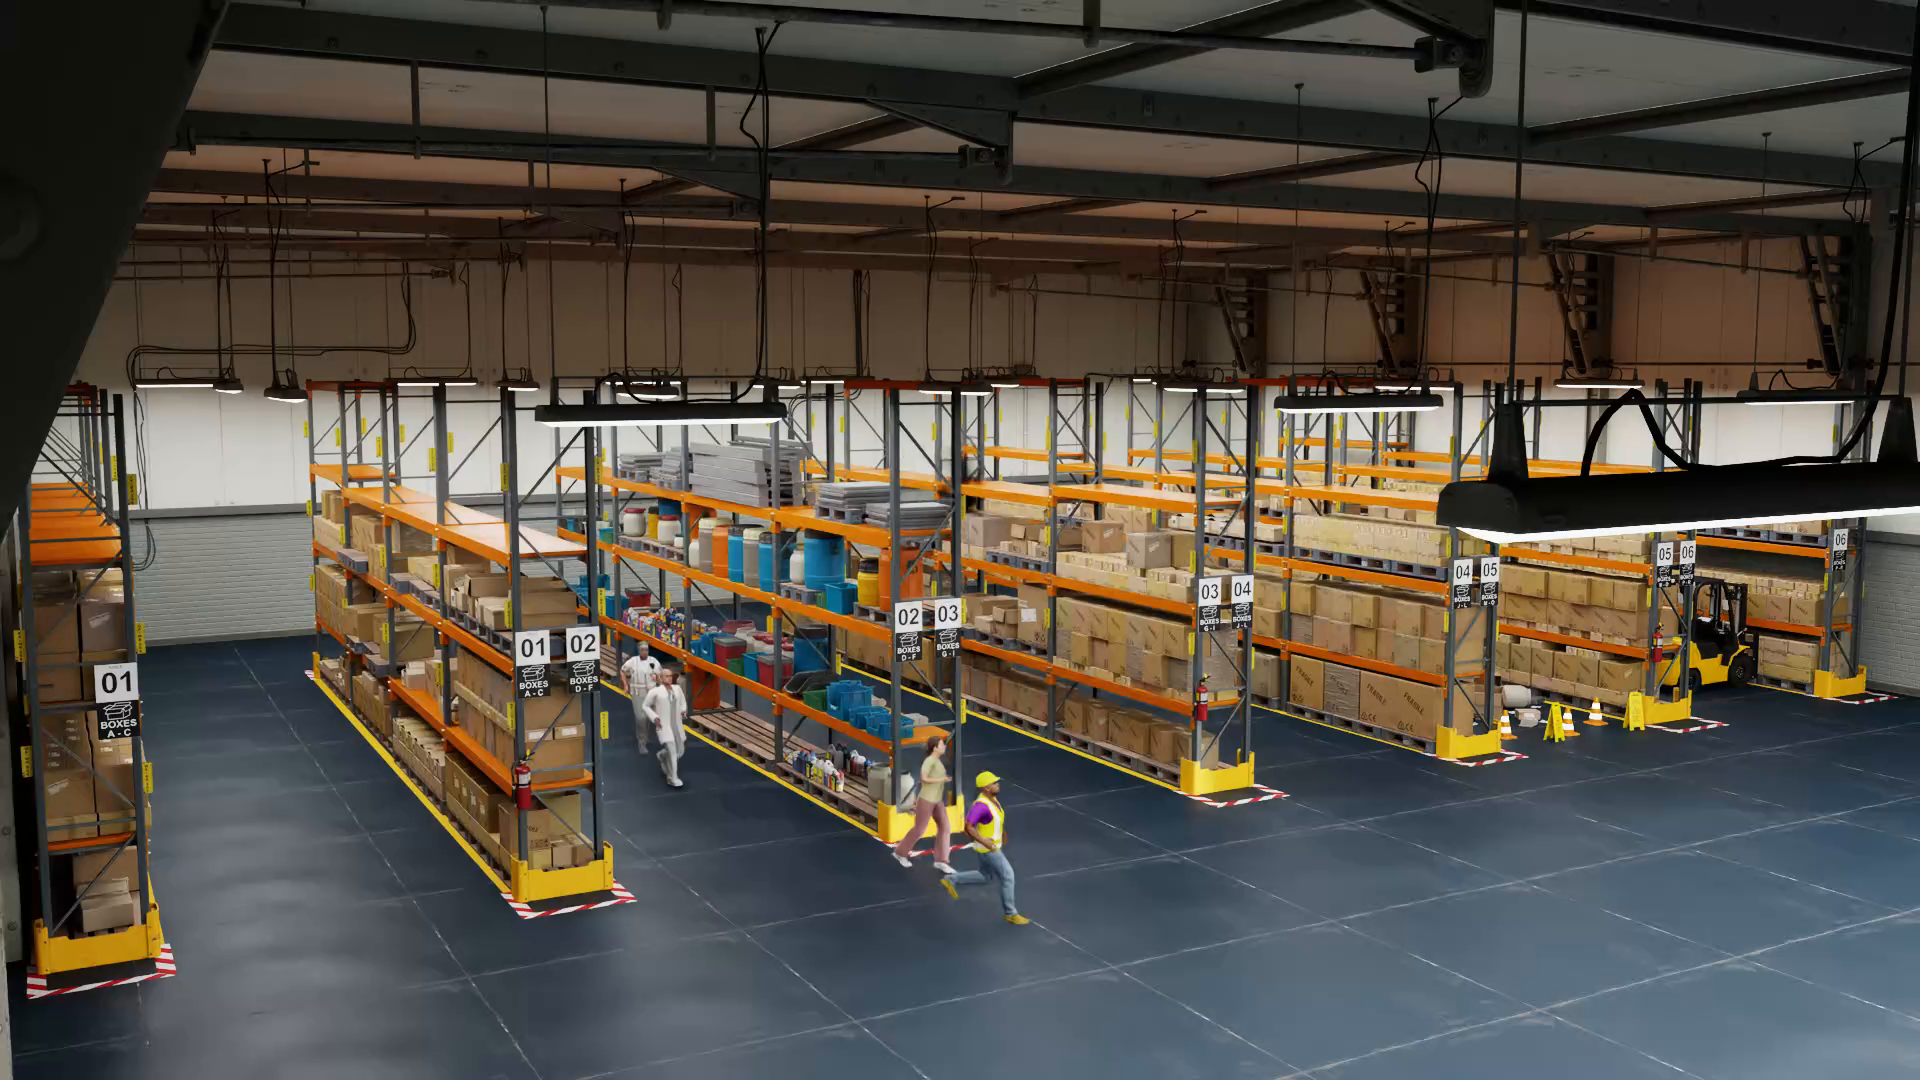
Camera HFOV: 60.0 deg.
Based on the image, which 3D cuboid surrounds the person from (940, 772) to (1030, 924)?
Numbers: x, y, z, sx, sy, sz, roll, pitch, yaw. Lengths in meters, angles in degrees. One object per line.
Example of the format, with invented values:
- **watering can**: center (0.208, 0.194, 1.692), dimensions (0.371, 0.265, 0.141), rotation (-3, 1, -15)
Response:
- **person**: center (0.287, 3.486, 18.877), dimensions (1.029, 1.752, 0.678), rotation (0, 6, 2)

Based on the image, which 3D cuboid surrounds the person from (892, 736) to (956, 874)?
- **person**: center (-0.372, 3.292, 20.895), dimensions (0.848, 1.659, 0.591), rotation (2, 7, 22)

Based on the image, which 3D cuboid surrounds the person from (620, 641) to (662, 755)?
- **person**: center (-5.186, 2.548, 27.250), dimensions (0.643, 1.833, 0.848), rotation (-3, 7, -28)

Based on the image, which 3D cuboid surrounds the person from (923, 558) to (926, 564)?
- **person**: center (-1.006, 1.280, 39.806), dimensions (0.650, 1.694, 0.743), rotation (2, 6, 14)

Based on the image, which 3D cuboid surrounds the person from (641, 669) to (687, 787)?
- **person**: center (-4.395, 2.809, 25.019), dimensions (0.715, 1.734, 0.762), rotation (-5, 8, -40)
